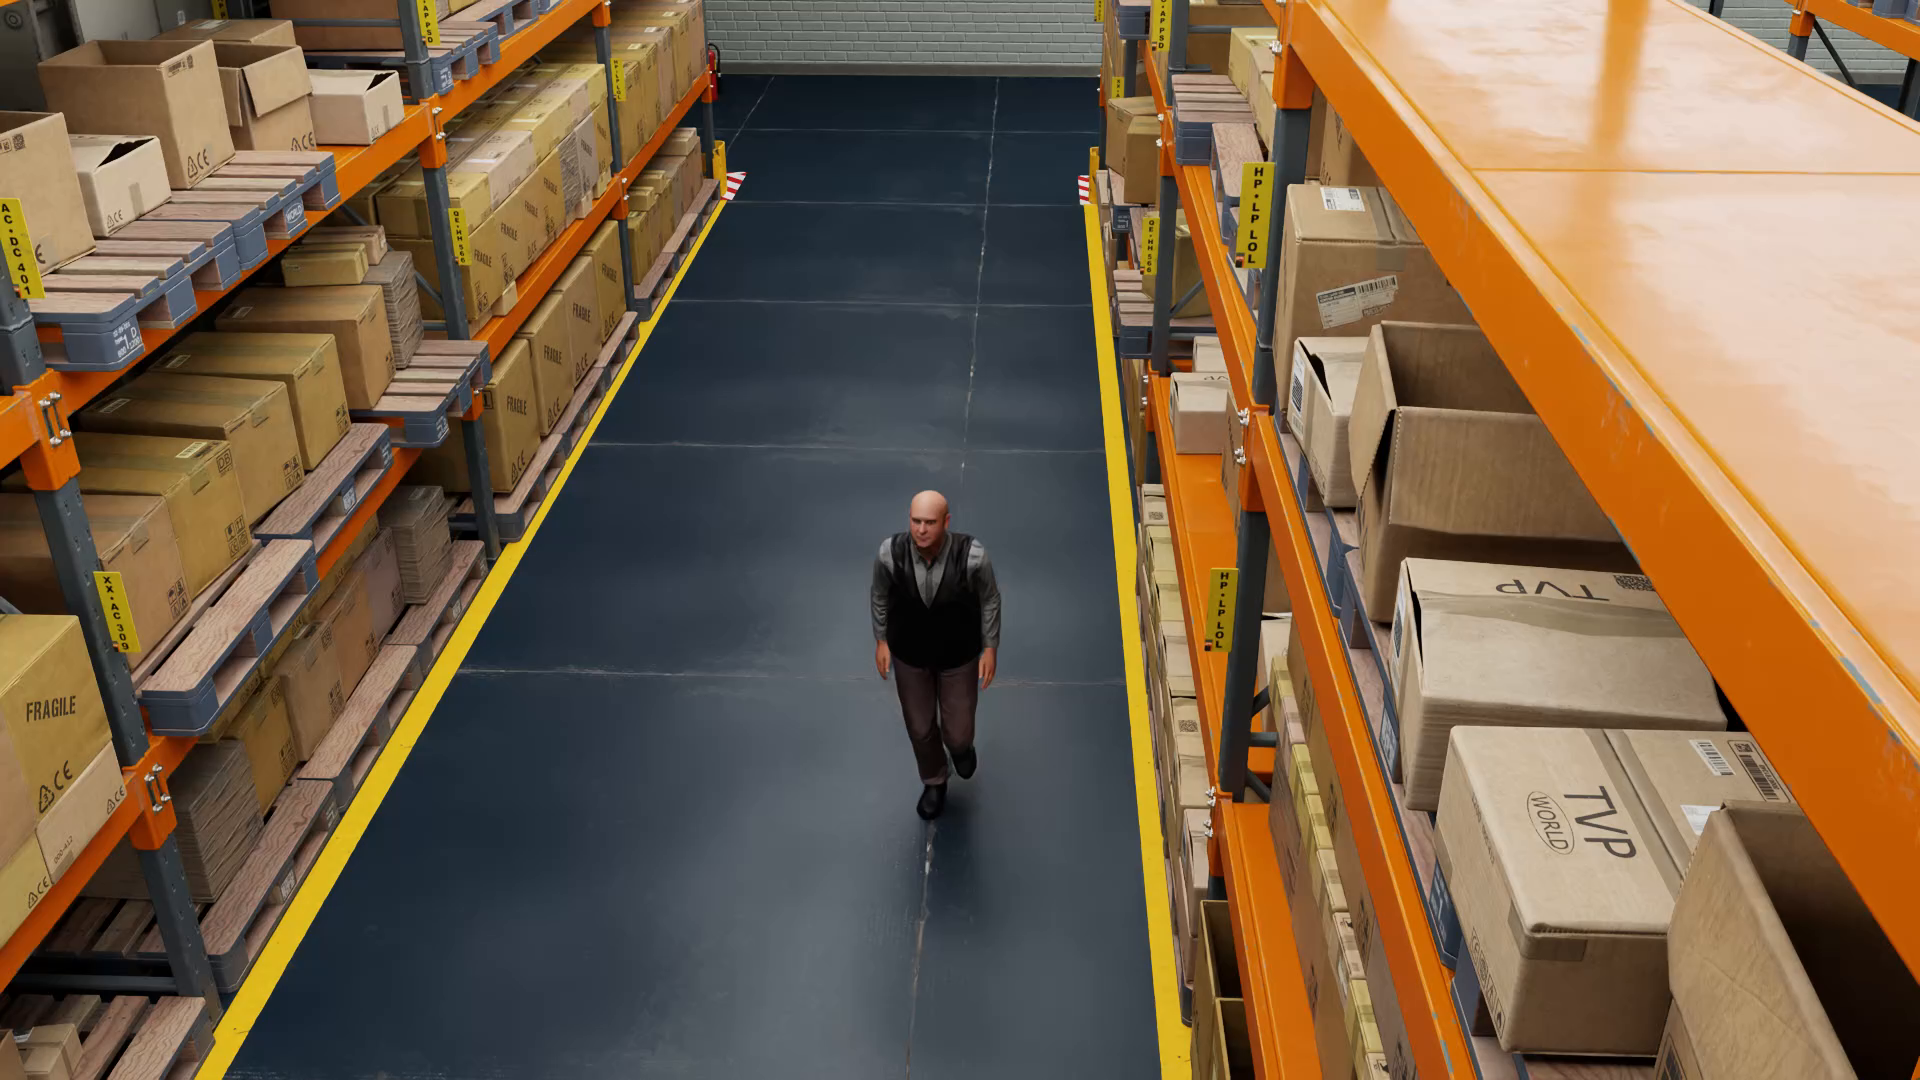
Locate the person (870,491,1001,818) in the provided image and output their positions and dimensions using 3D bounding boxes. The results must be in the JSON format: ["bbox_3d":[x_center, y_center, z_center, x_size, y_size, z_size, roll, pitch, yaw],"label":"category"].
[{"bbox_3d":[-0.109,0.492,7.709,0.602,1.708,0.527,3,28,5],"label":"person"}]
